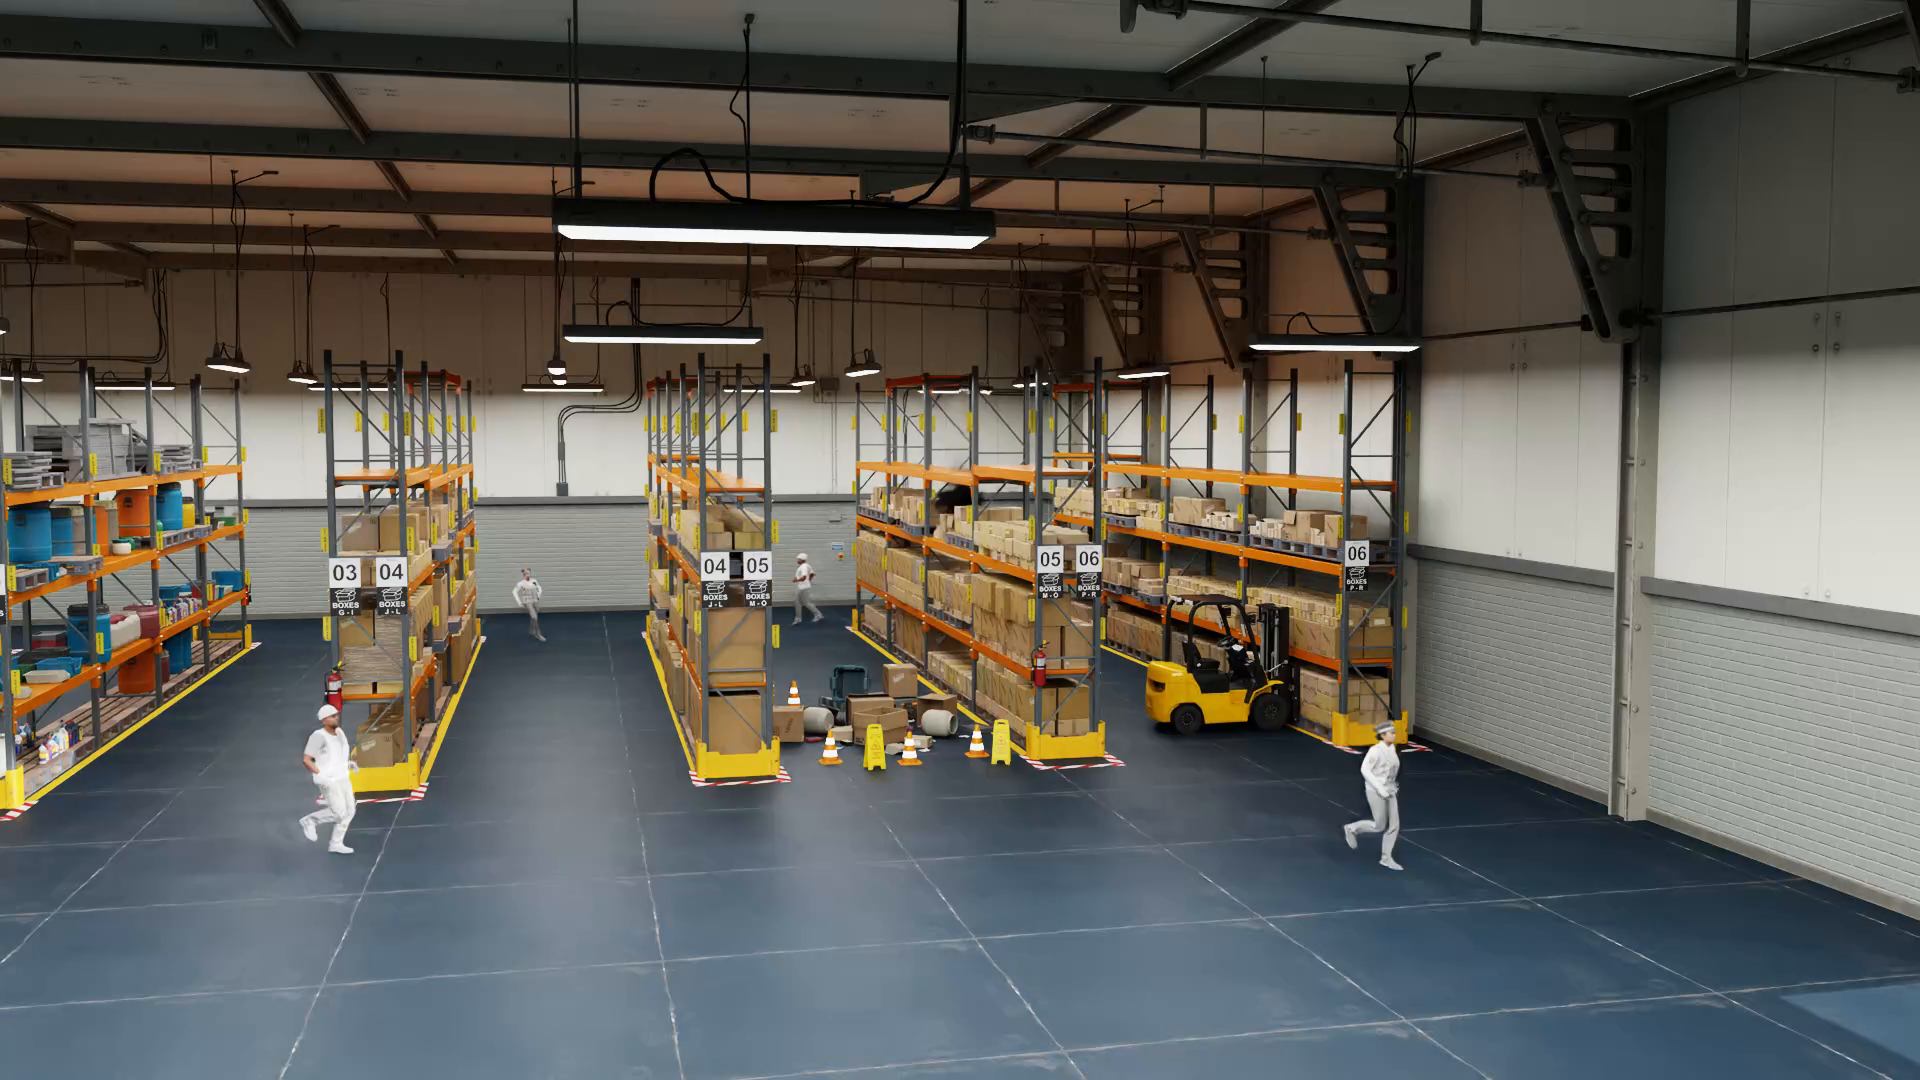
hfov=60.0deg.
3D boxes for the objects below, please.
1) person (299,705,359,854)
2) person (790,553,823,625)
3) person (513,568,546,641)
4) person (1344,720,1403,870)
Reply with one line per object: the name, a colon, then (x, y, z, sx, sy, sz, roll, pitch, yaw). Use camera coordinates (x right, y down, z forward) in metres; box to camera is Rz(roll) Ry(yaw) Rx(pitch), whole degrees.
person: (-7.383, 2.790, 19.429, 0.607, 1.741, 0.684, 1, 4, 13)
person: (-3.831, 1.239, 41.416, 0.828, 1.817, 0.689, 0, 4, -5)
person: (-9.953, 1.488, 38.545, 0.662, 1.695, 0.758, -4, 5, -42)
person: (4.759, 2.867, 18.955, 0.745, 1.676, 0.644, 4, 5, 42)
